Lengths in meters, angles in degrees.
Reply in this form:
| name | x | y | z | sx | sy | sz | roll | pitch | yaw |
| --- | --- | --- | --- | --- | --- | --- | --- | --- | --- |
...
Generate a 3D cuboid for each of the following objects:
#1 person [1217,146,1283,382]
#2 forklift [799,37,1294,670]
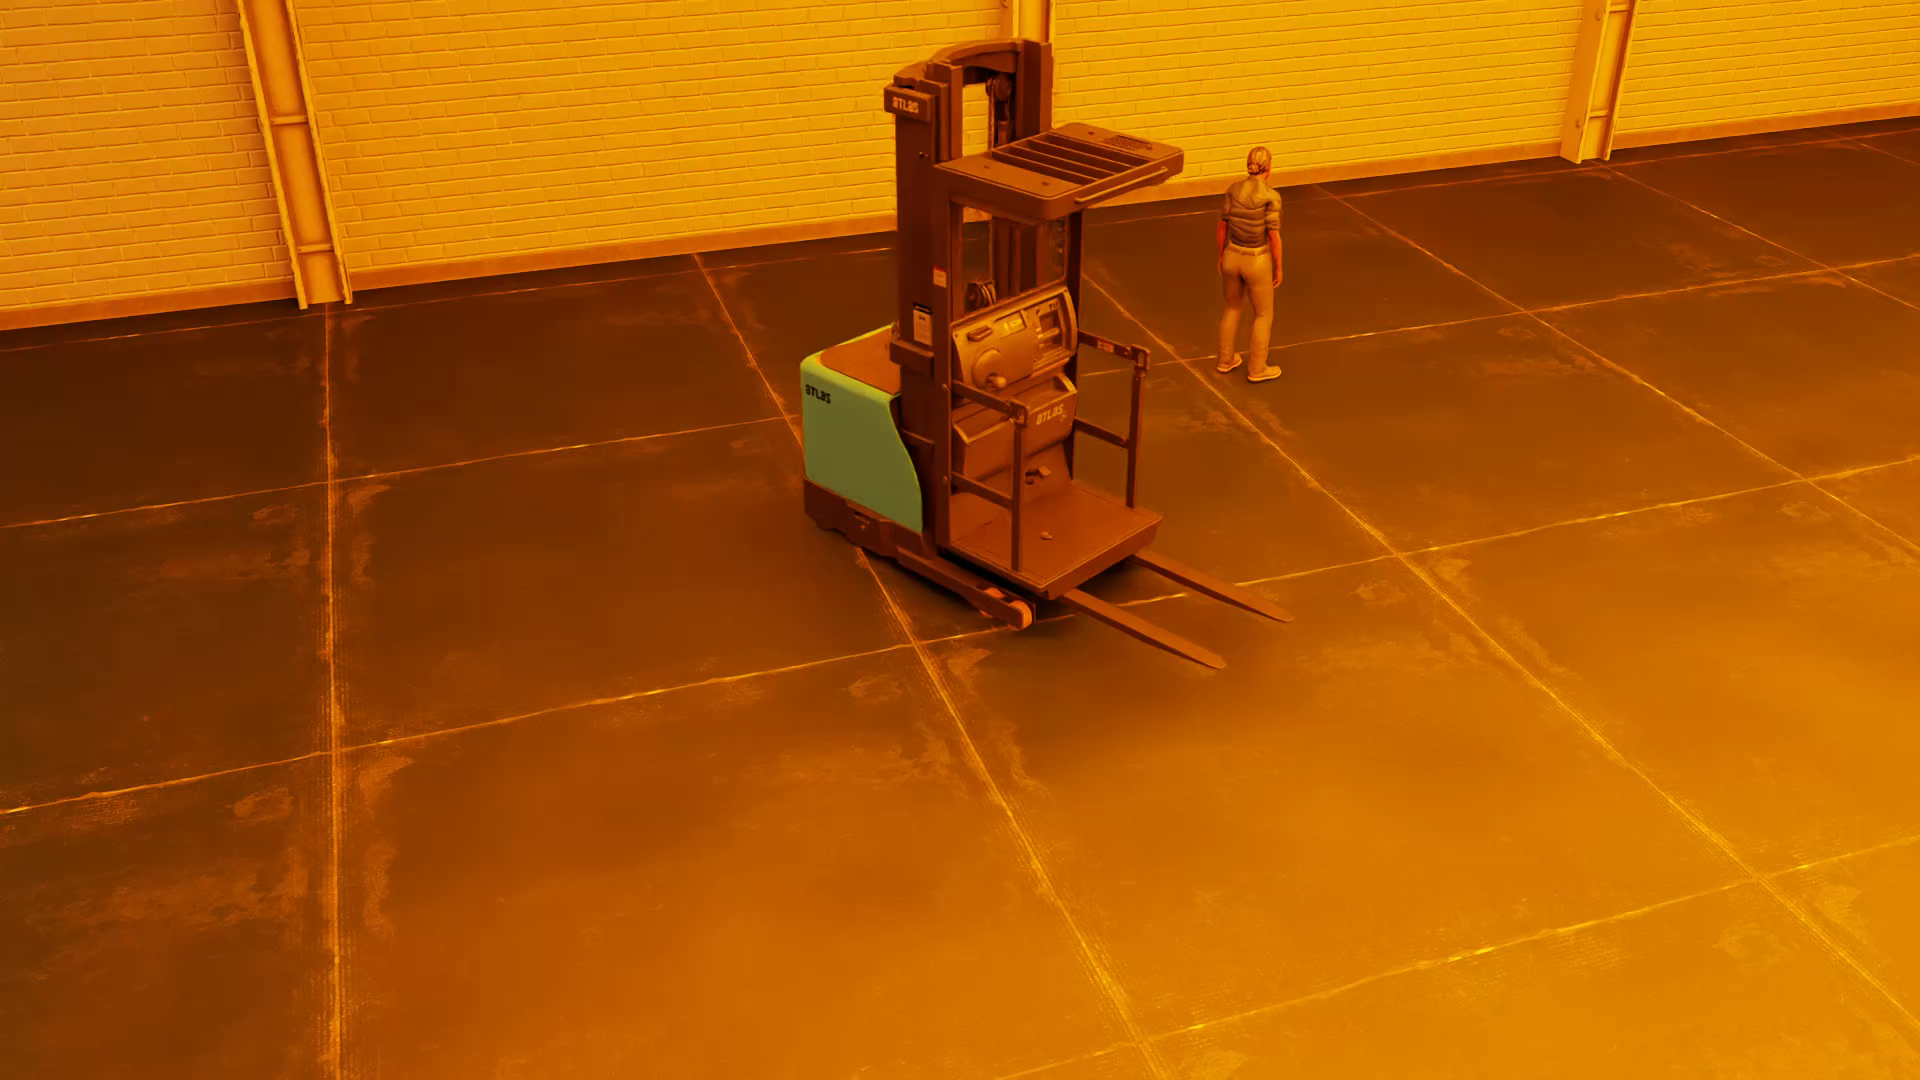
| name | x | y | z | sx | sy | sz | roll | pitch | yaw |
| --- | --- | --- | --- | --- | --- | --- | --- | --- | --- |
| person | 2.056 | -1.947 | 11.753 | 0.532 | 1.655 | 0.349 | 21 | 36 | 32 |
| forklift | 0.457 | -1.063 | 8.935 | 3.031 | 2.935 | 1.130 | 25 | 39 | 37 |
